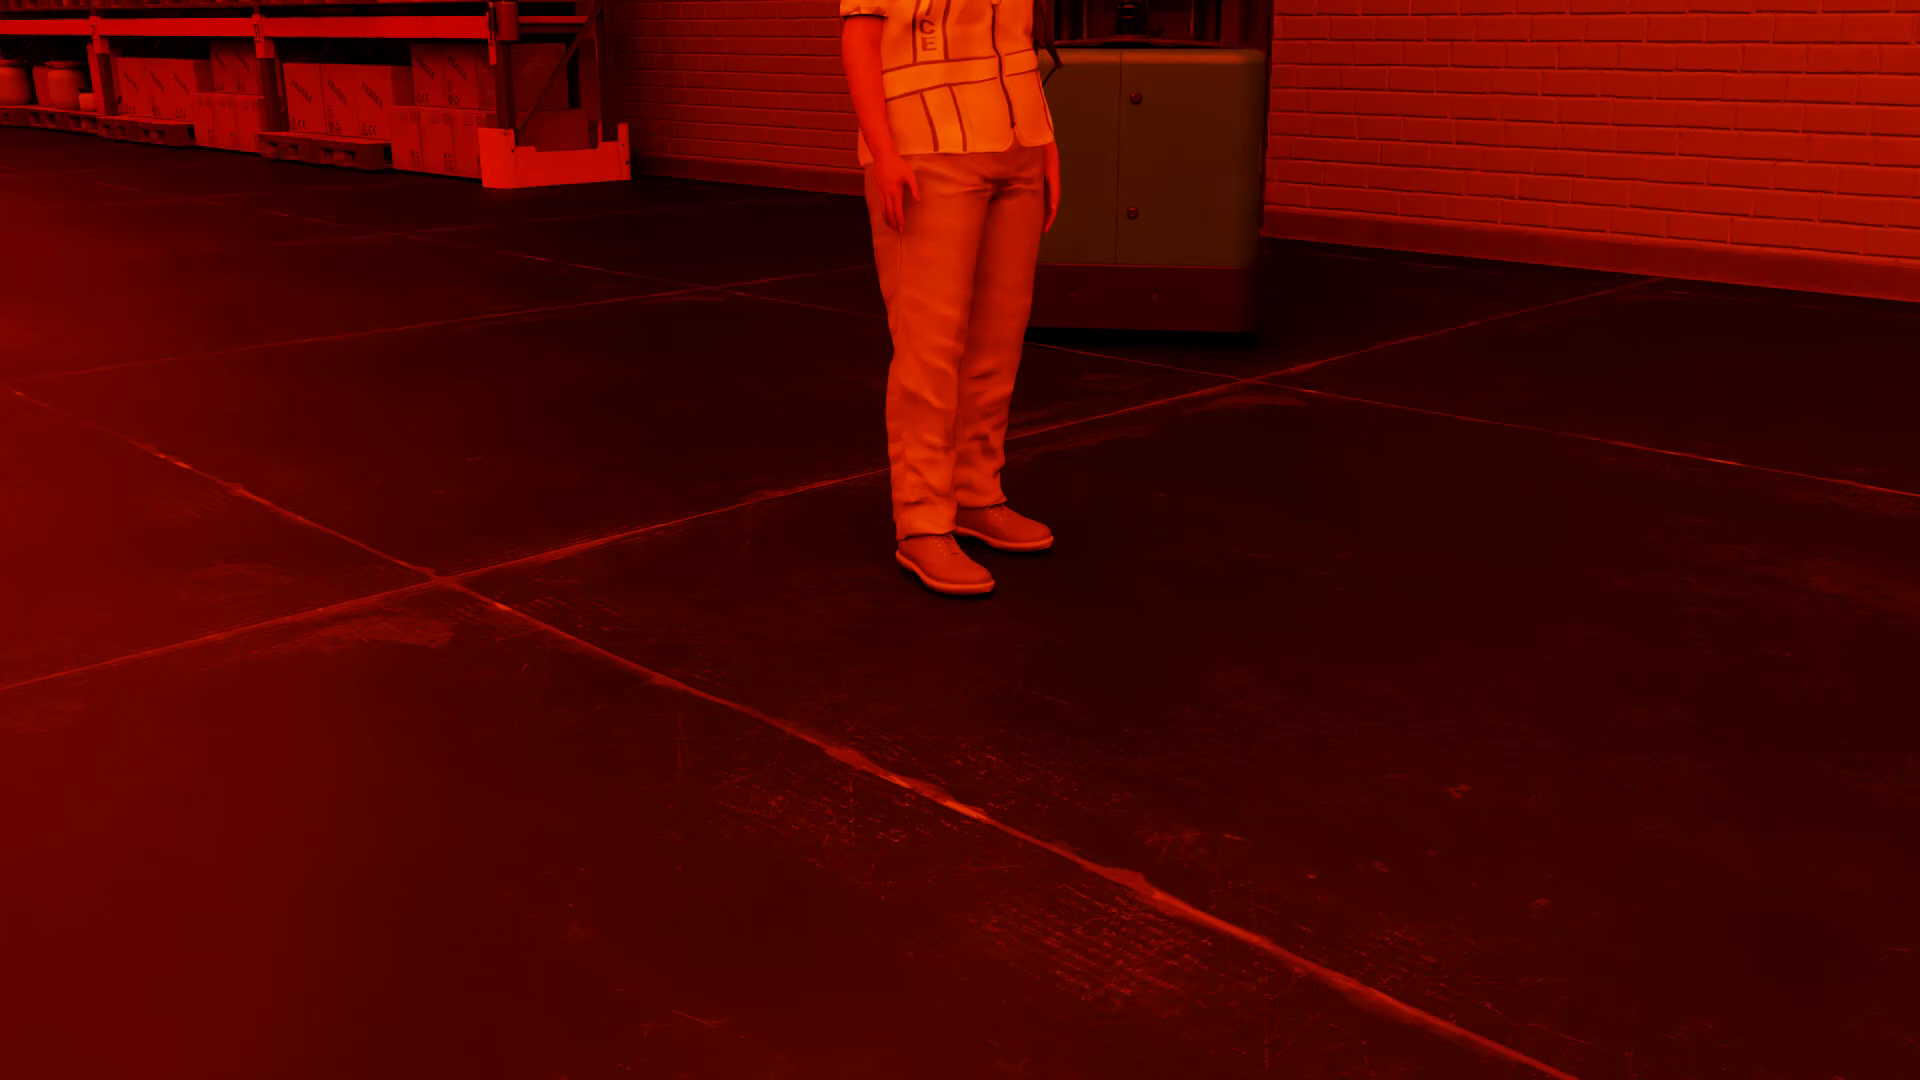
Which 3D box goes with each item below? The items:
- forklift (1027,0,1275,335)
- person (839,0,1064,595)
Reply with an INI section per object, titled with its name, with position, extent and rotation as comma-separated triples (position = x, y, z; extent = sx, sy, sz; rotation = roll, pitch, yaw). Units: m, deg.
[forklift]
position = 0.823, -2.556, 7.210
extent = 1.130, 2.935, 3.031
rotation = 3, 17, 9
[person]
position = 0.038, -0.782, 3.580
extent = 0.529, 1.670, 0.598
rotation = 16, 23, 42
